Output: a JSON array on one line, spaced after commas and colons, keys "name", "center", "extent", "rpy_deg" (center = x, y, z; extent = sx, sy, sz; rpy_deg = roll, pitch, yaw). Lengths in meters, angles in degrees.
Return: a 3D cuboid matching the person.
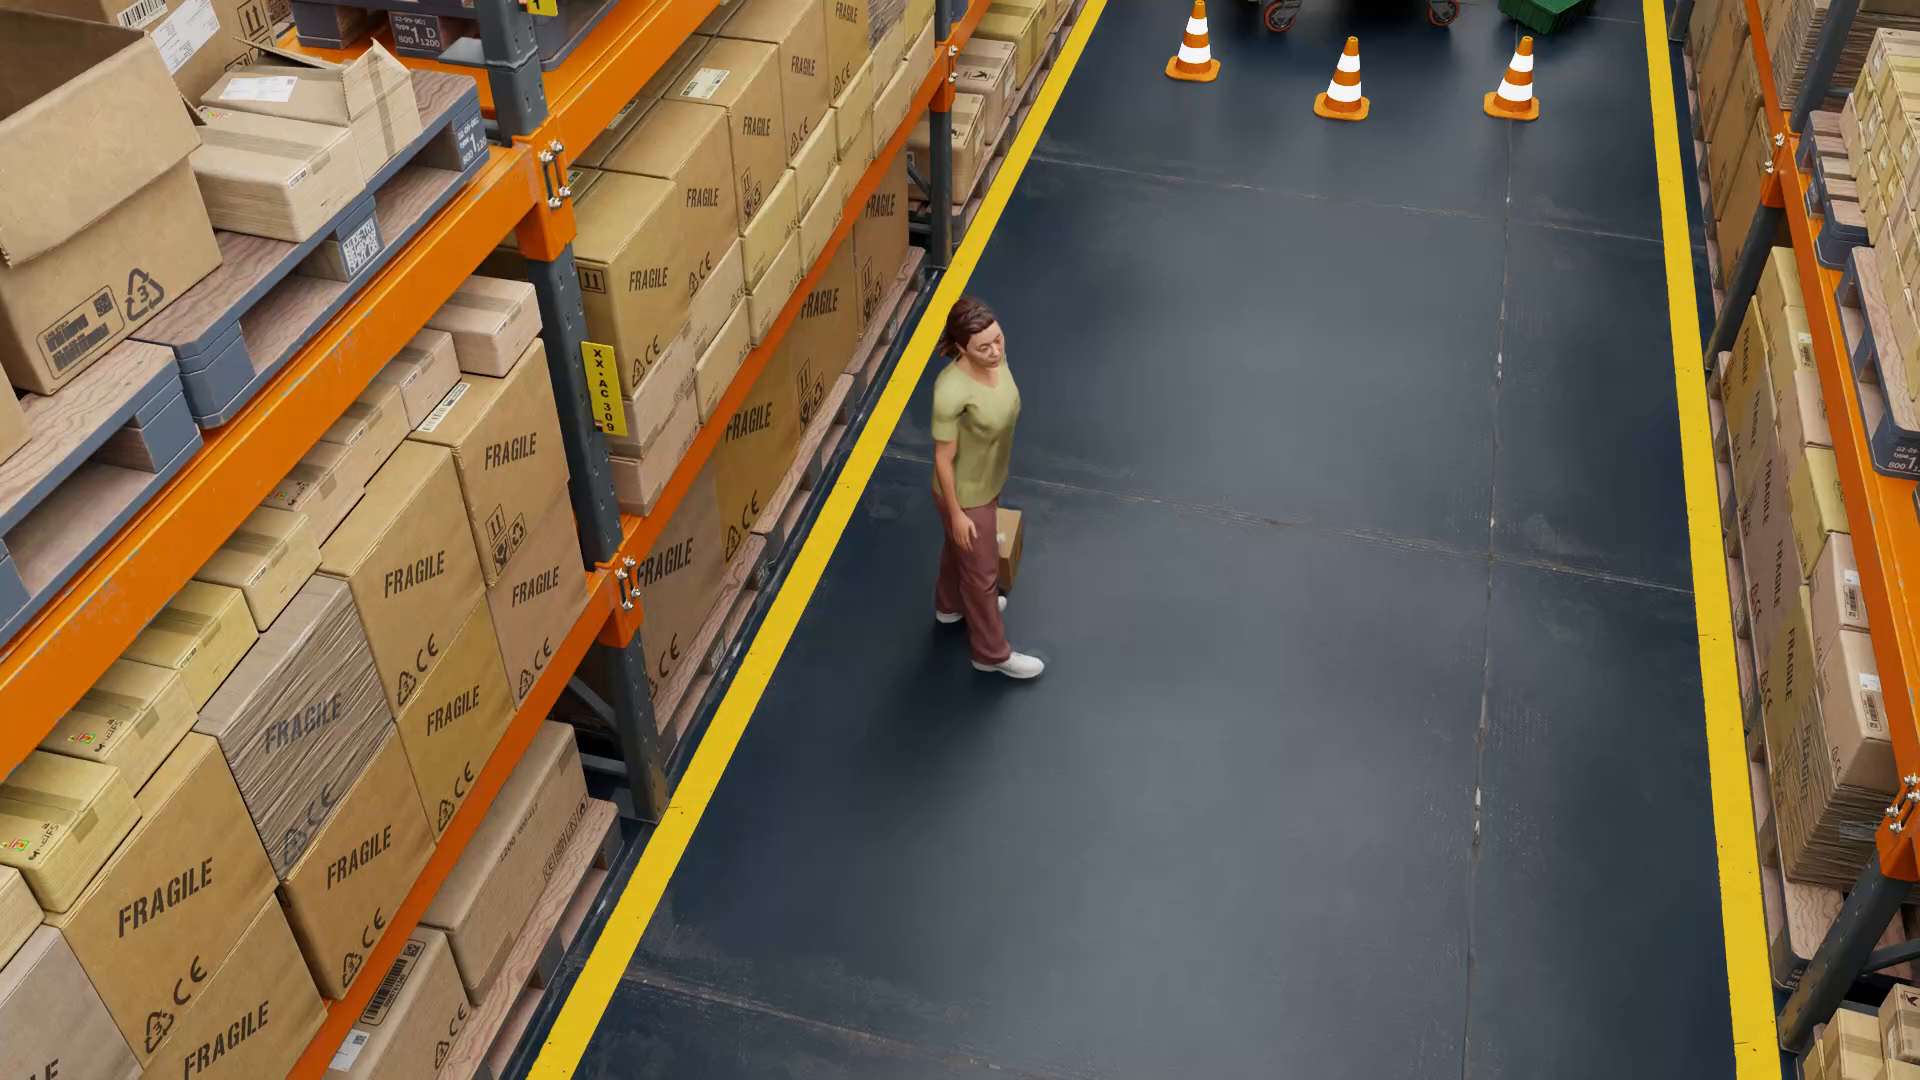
[{"name": "person", "center": [0.116, -0.189, 6.341], "extent": [0.555, 1.671, 0.538], "rpy_deg": [15, 43, 16]}]
